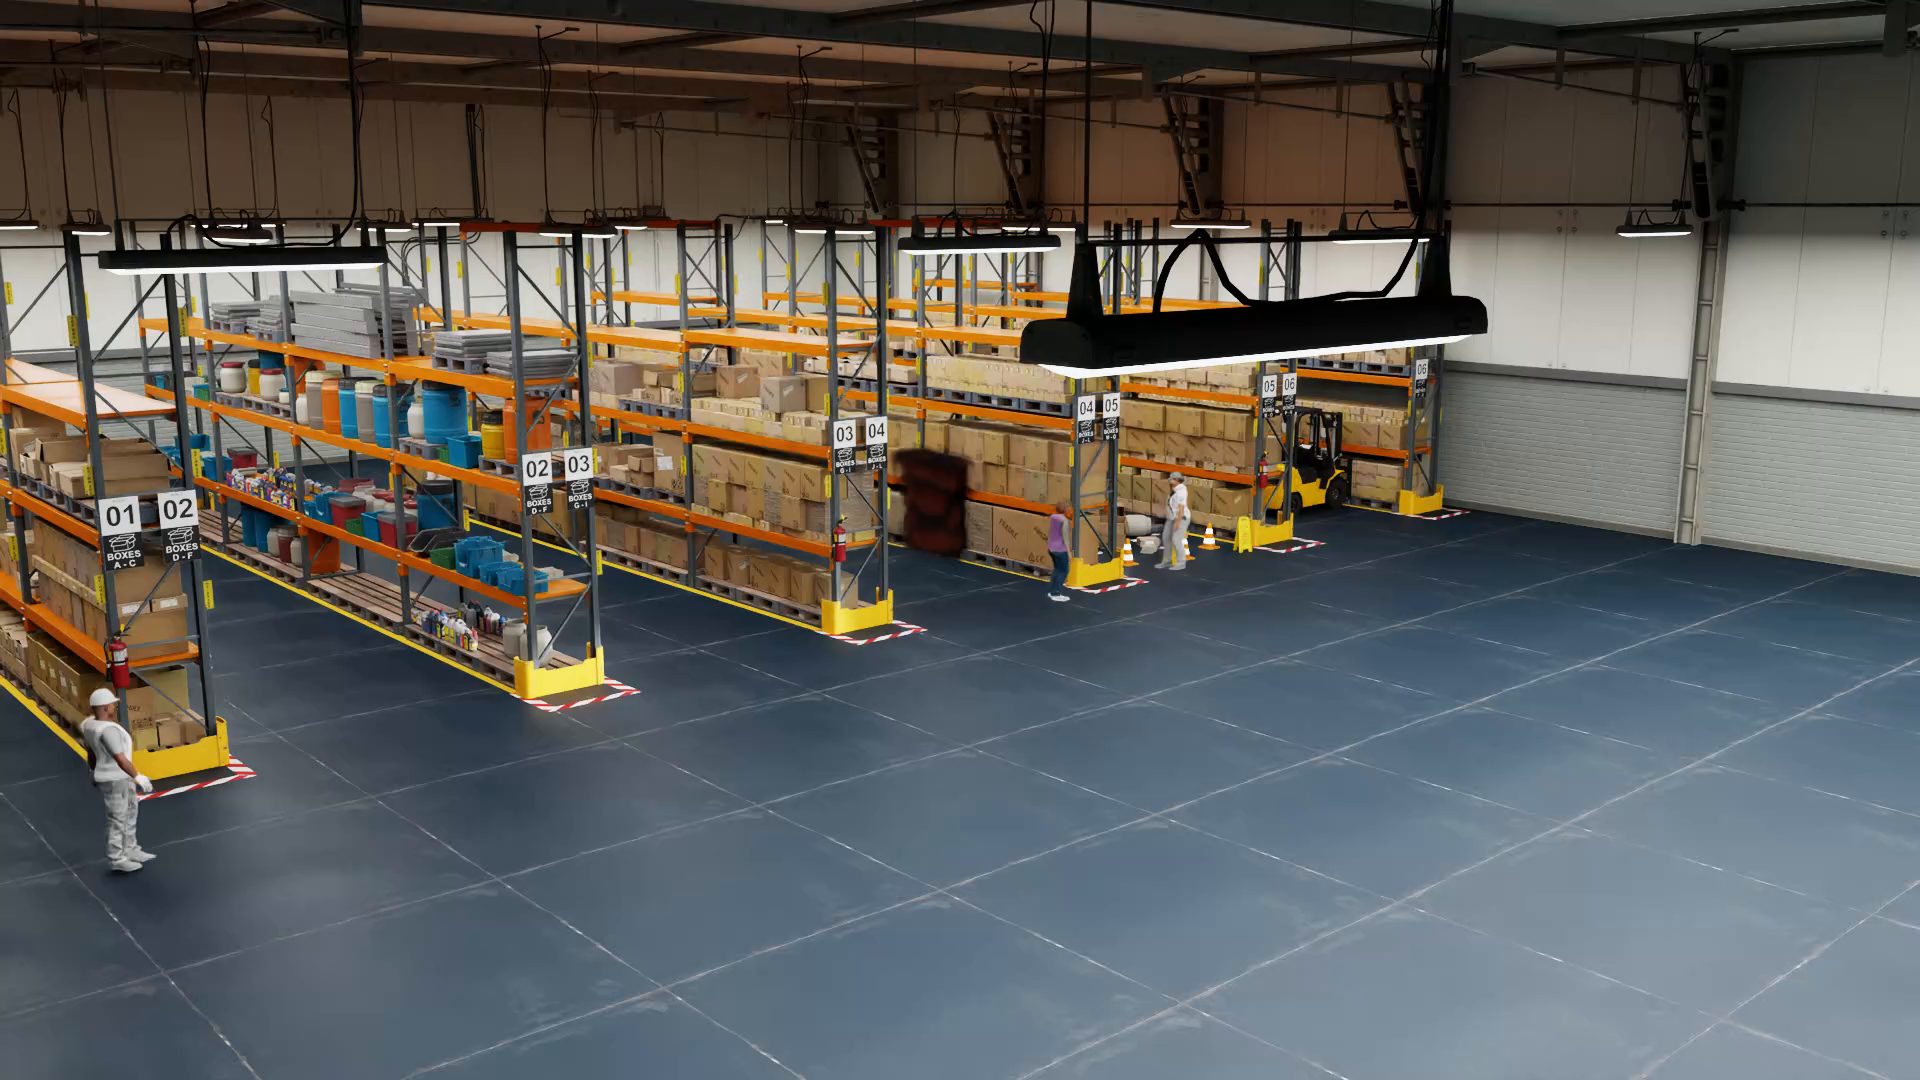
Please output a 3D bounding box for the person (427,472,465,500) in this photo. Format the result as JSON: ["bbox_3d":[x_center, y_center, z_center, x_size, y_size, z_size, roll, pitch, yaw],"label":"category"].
[{"bbox_3d":[-9.861,-0.879,31.835,0.708,1.717,1.058,-11,16,-43],"label":"person"}]

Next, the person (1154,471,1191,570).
[{"bbox_3d":[3.609,-0.320,27.881,0.483,1.659,0.552,-6,13,-26],"label":"person"}]

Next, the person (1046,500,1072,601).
[{"bbox_3d":[1.520,0.188,25.664,0.340,1.628,0.501,-6,13,-29],"label":"person"}]

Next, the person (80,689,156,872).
[{"bbox_3d":[-8.080,2.307,15.989,0.605,1.816,0.575,-4,12,-19],"label":"person"}]
